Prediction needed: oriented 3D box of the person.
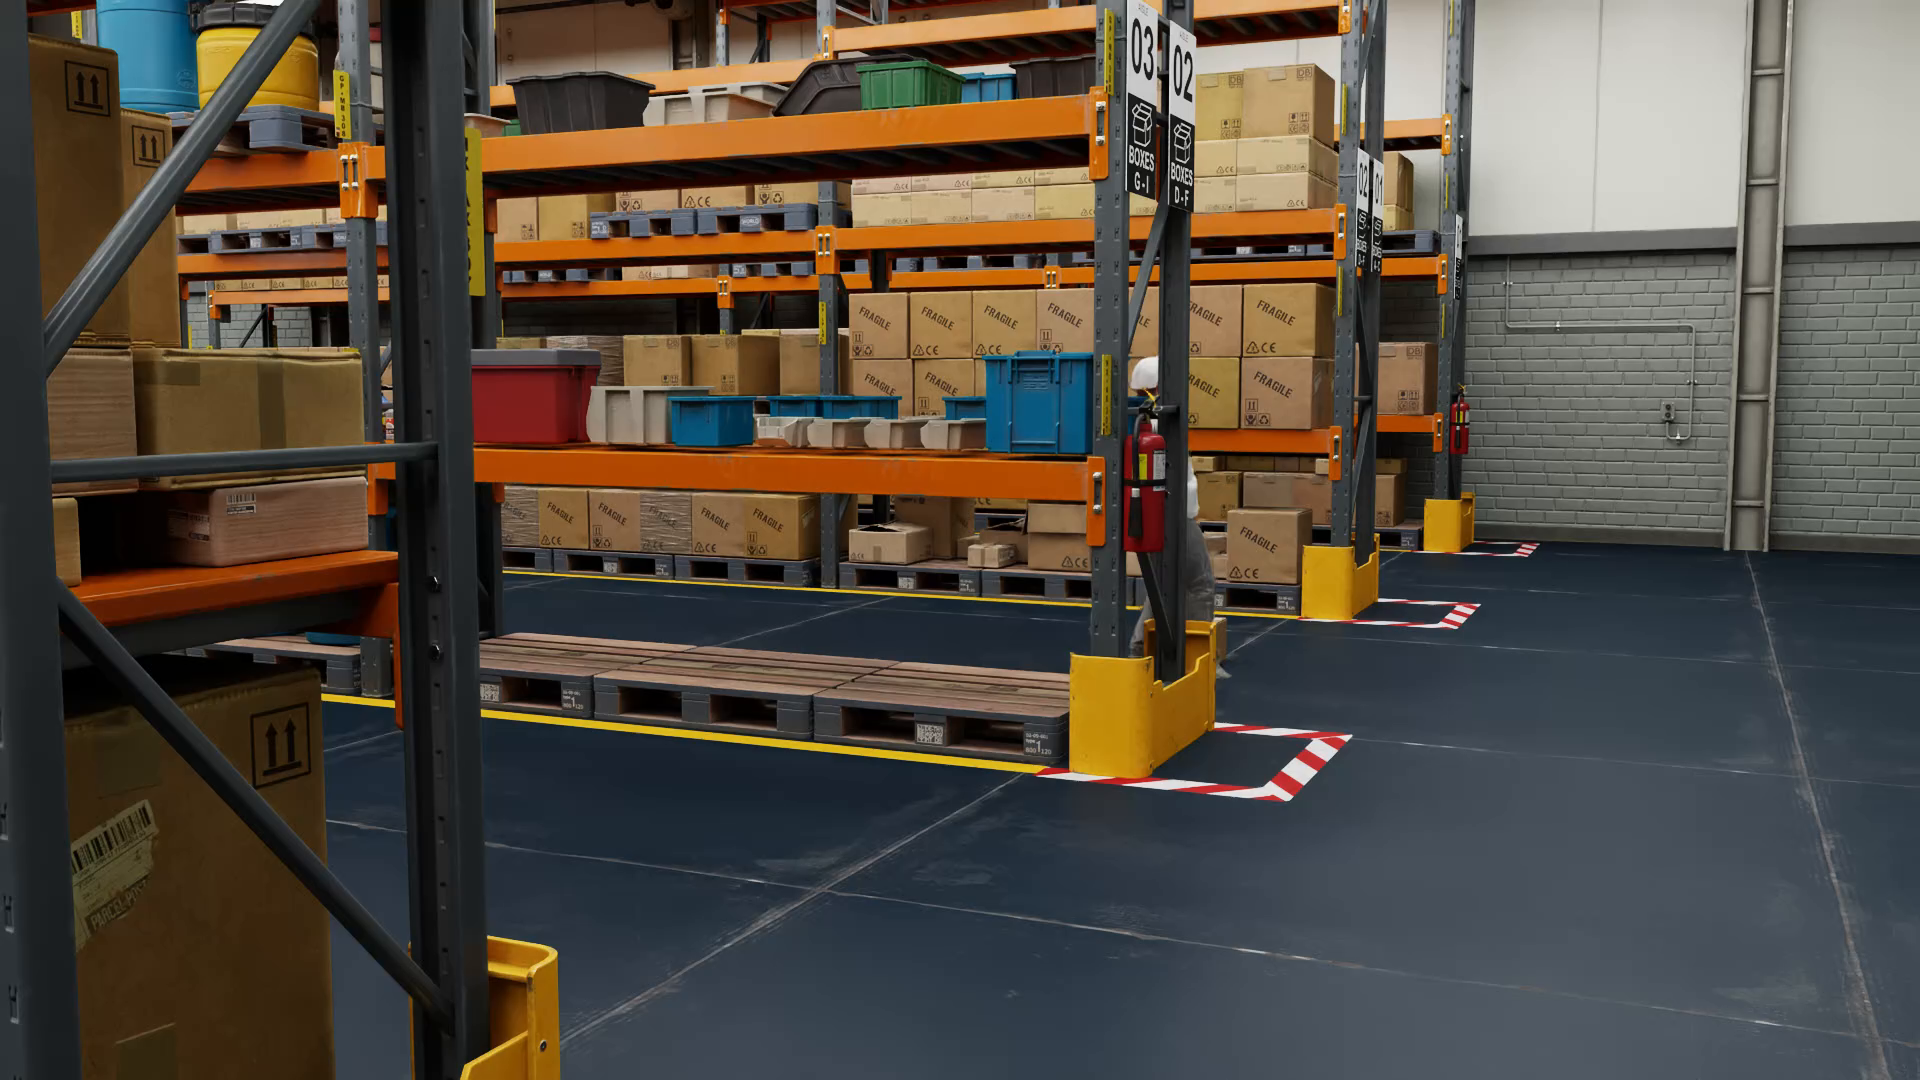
[{"bbox_3d":[1.192,-0.092,9.135,0.650,1.813,0.588,-3,6,-28],"label":"person"}]
